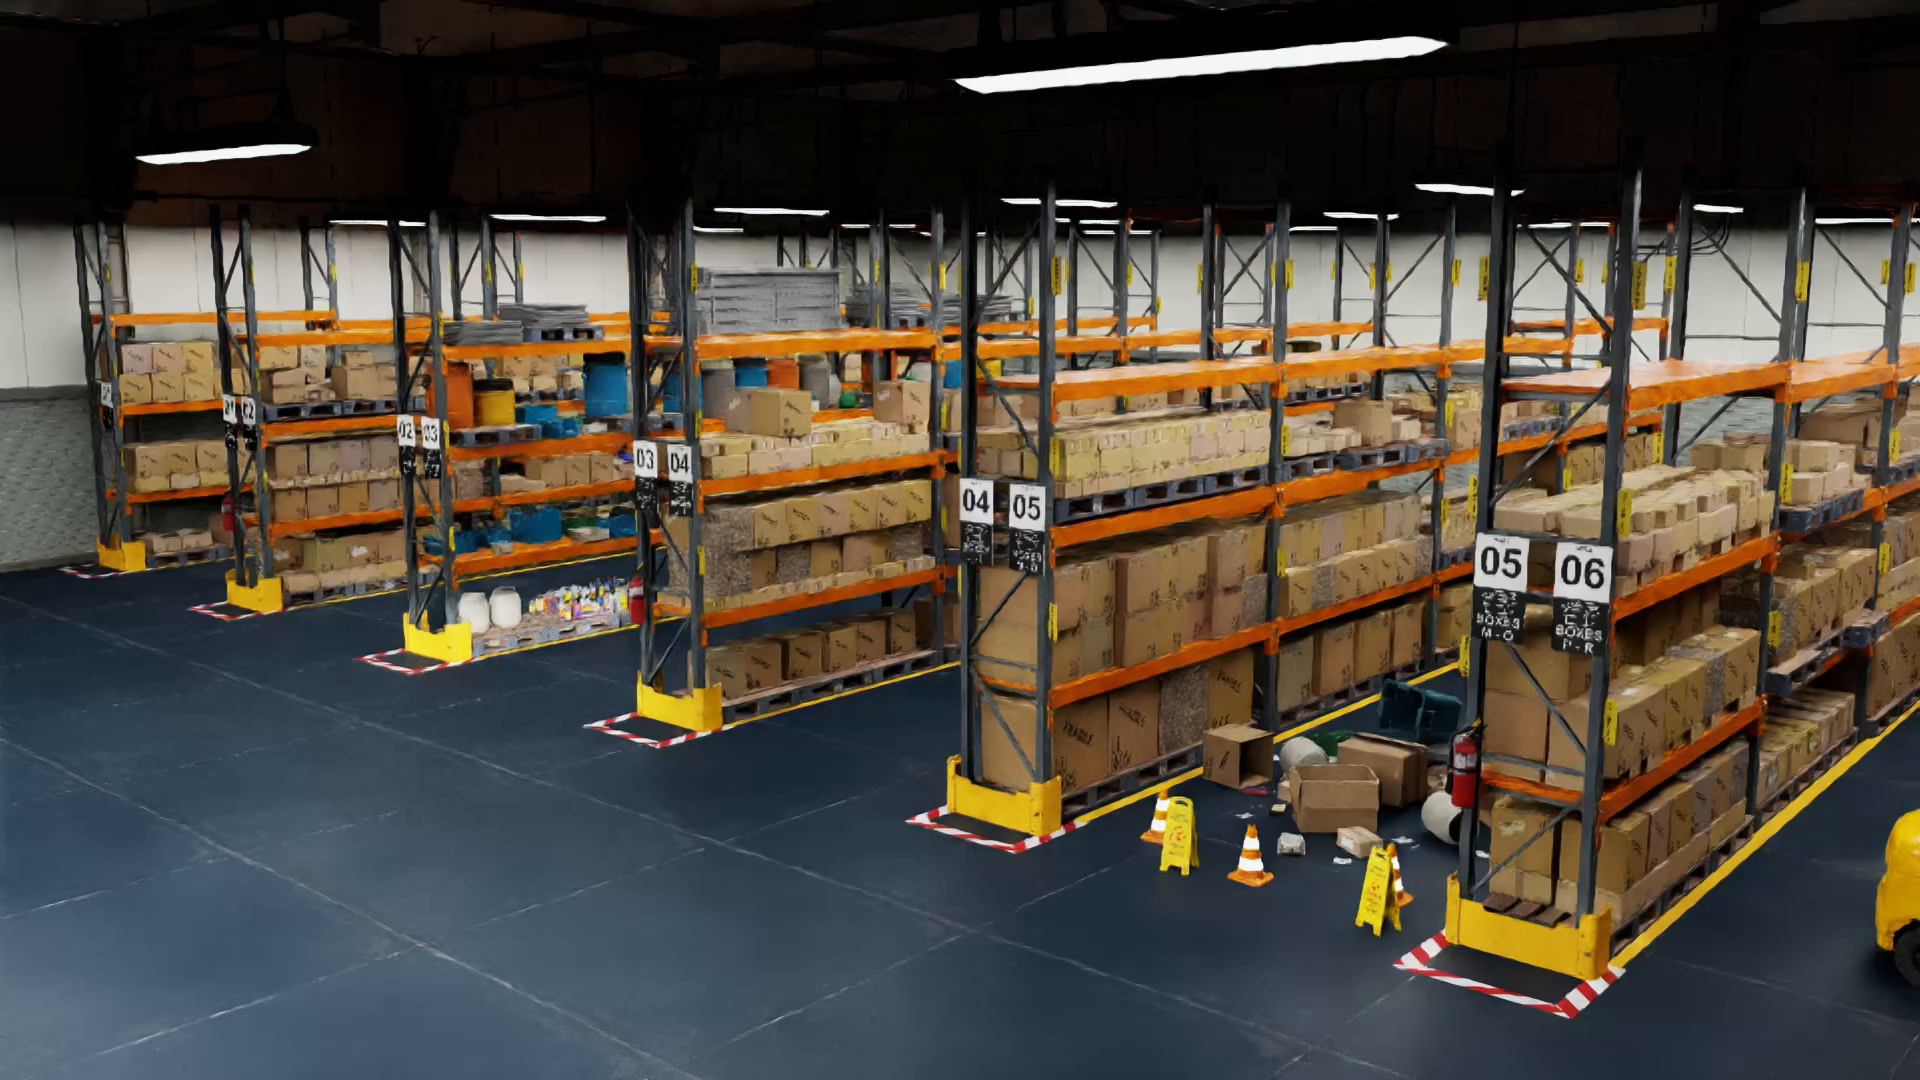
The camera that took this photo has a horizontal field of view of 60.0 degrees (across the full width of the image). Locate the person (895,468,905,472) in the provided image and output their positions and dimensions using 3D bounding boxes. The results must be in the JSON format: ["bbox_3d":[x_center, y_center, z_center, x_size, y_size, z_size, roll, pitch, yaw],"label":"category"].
[{"bbox_3d":[-1.060,-0.711,30.717,0.625,1.611,0.568,8,12,39],"label":"person"}]

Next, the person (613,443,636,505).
[{"bbox_3d":[-6.777,-1.224,33.782,0.463,1.583,0.998,8,12,39],"label":"person"}]
